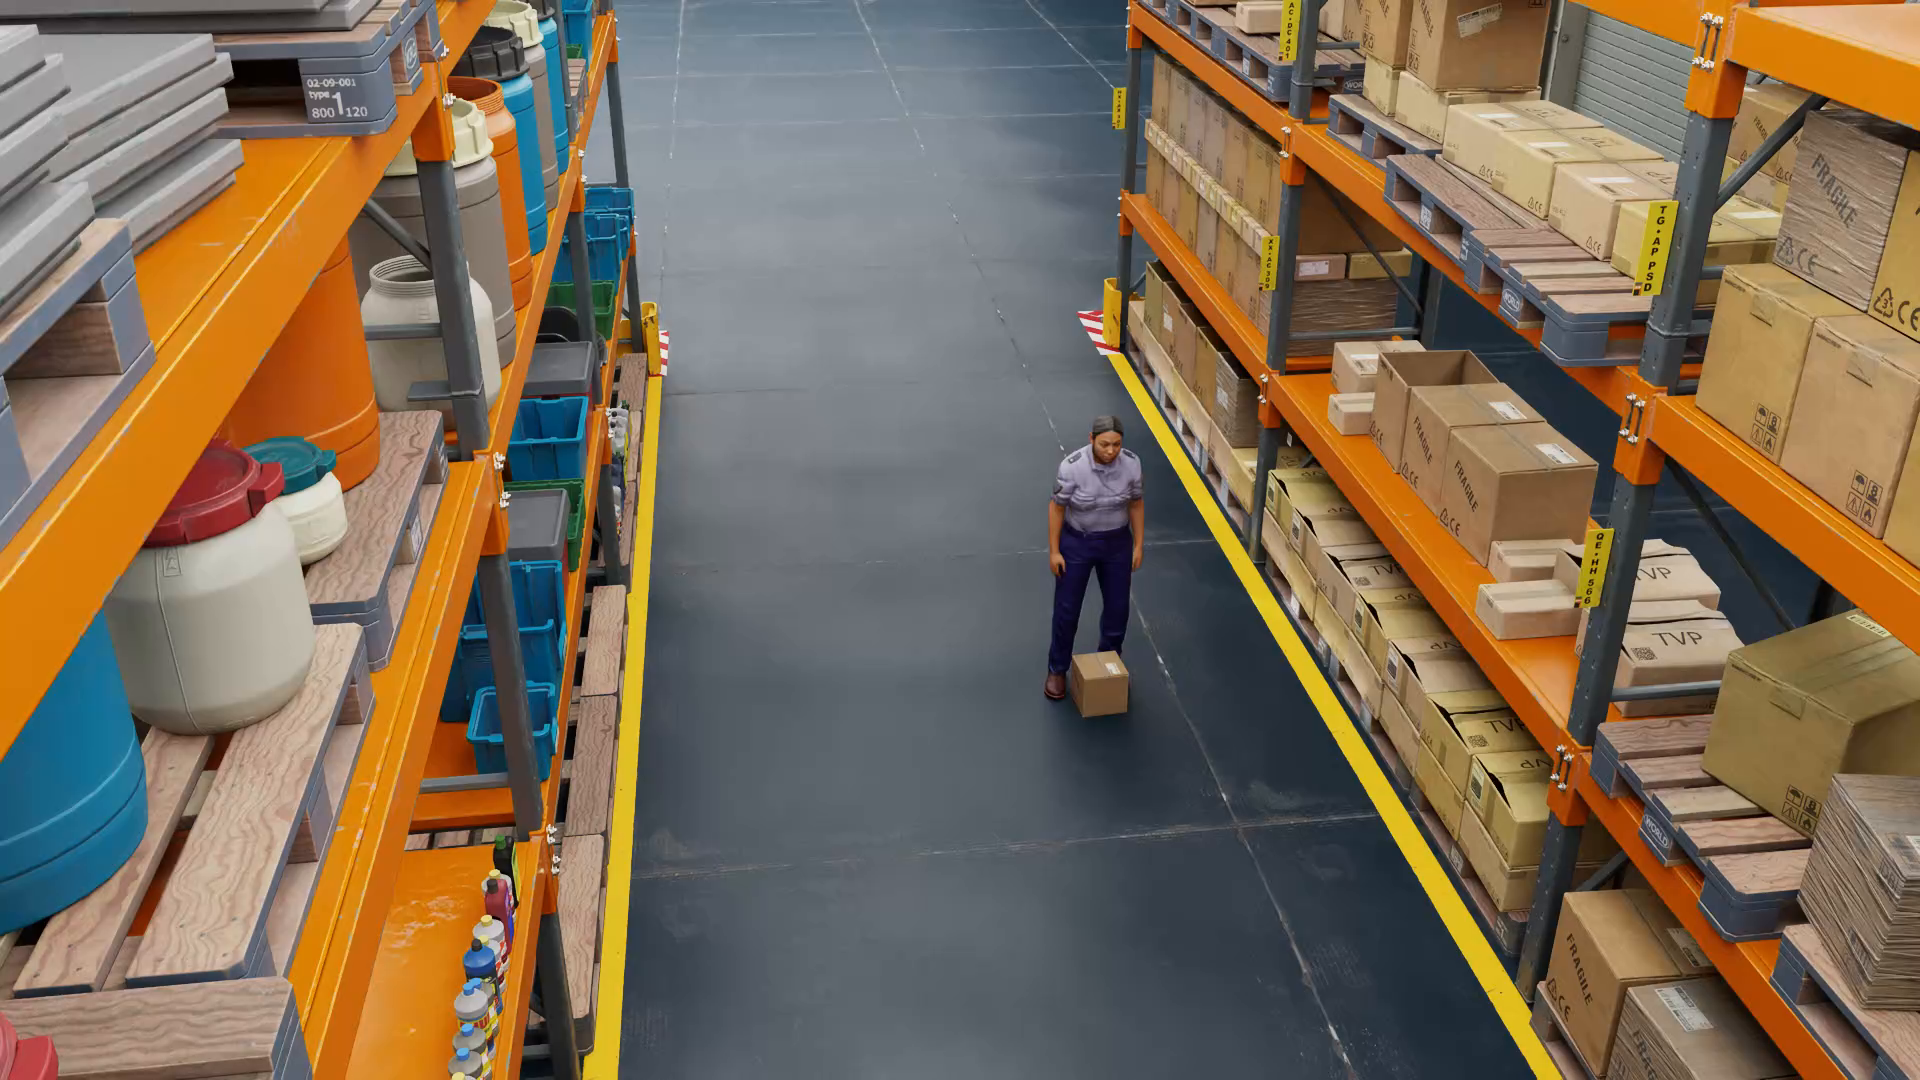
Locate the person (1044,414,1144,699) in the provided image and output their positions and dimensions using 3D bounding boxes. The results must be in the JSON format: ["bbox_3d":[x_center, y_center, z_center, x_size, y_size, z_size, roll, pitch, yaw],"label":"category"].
[{"bbox_3d":[0.725,0.058,8.986,0.547,1.651,0.367,-4,28,-8],"label":"person"}]
